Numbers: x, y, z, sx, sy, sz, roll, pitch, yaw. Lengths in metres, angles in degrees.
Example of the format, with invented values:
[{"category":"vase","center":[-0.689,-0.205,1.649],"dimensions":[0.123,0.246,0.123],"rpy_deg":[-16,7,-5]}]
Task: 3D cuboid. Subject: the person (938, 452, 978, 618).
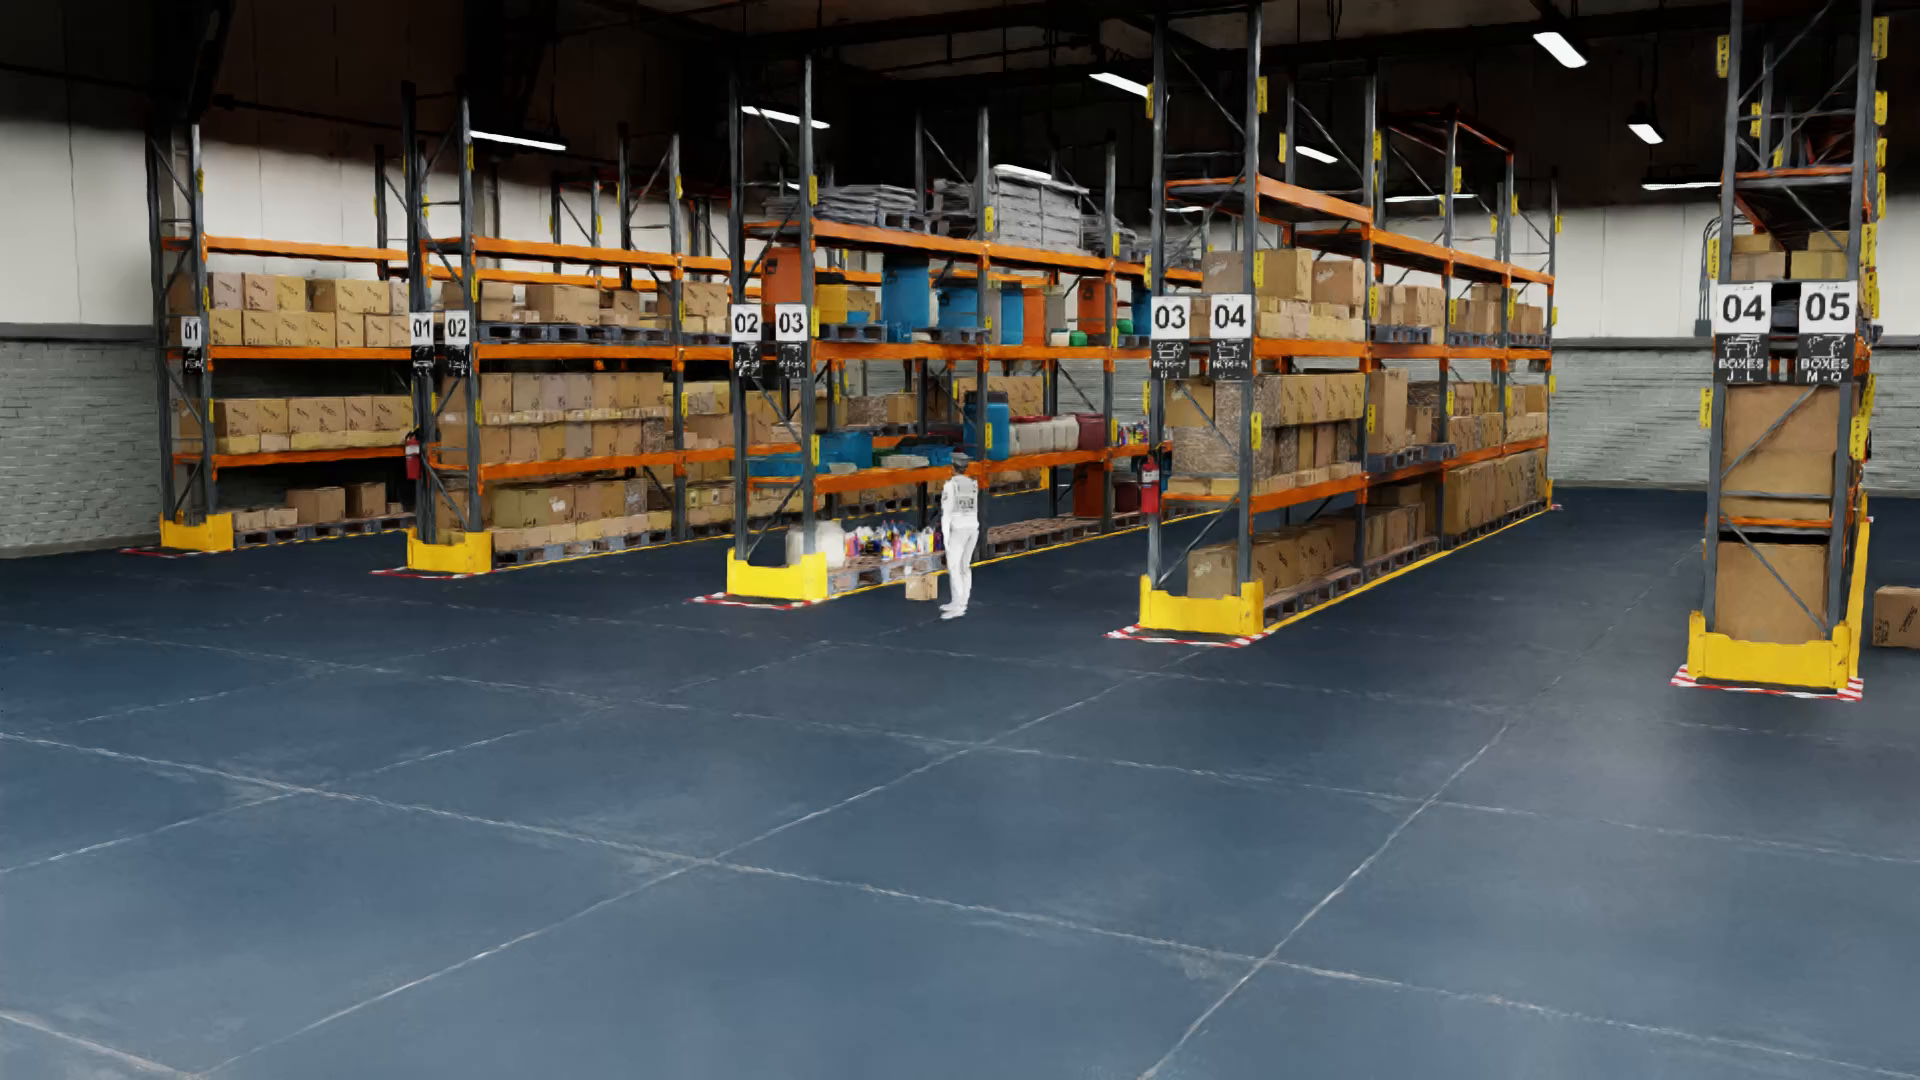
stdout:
[{"category":"person","center":[-0.042,-0.053,16.907],"dimensions":[0.552,1.666,0.579],"rpy_deg":[5,8,41]}]
